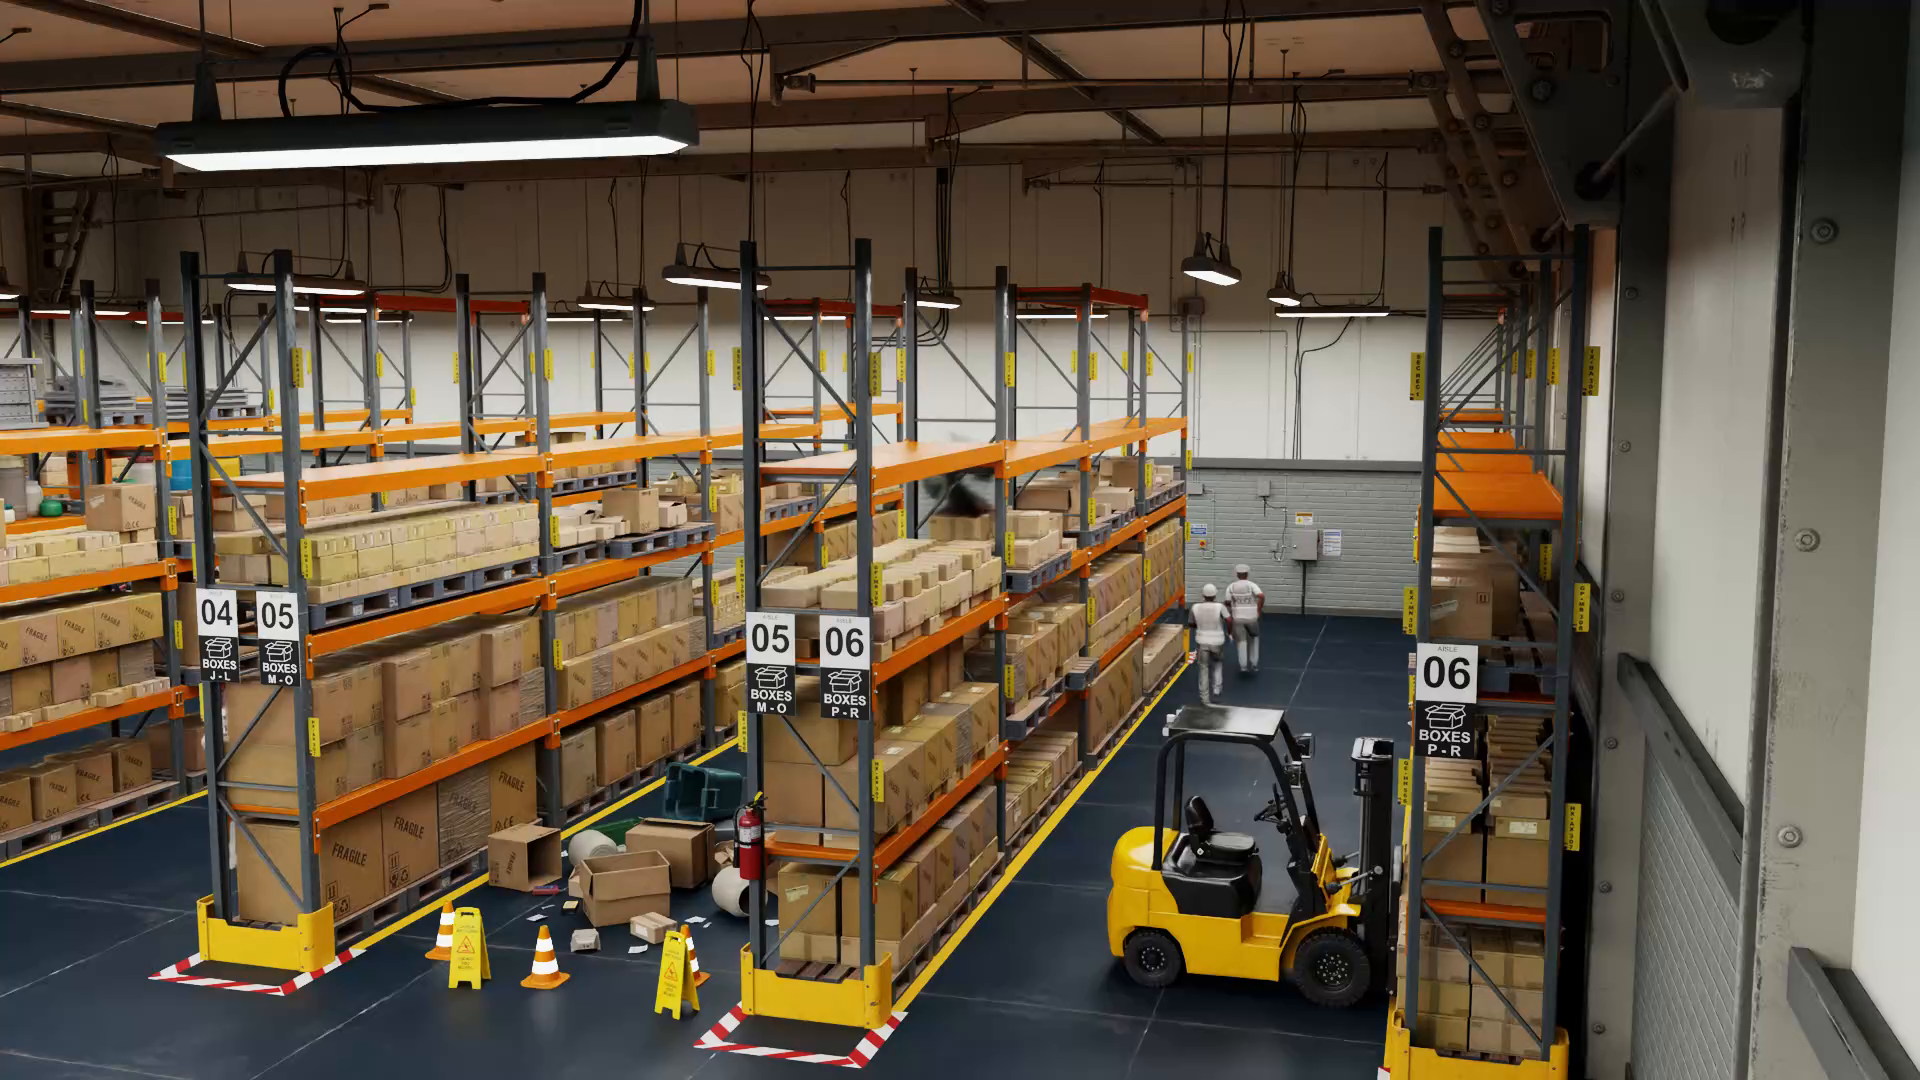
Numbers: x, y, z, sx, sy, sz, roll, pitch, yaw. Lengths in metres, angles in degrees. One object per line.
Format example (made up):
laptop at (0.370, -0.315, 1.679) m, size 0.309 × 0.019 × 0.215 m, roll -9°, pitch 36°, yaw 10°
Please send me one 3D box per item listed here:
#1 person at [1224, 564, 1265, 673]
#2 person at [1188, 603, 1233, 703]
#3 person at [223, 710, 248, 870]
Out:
person at (4.586, 1.310, 26.858) m, size 0.648 × 1.837 × 0.787 m, roll 1°, pitch 7°, yaw 11°
person at (3.689, 1.677, 24.529) m, size 0.654 × 1.555 × 0.732 m, roll 1°, pitch 6°, yaw 9°
person at (-7.390, 2.494, 17.104) m, size 0.617 × 1.571 × 1.043 m, roll 1°, pitch 6°, yaw 9°
